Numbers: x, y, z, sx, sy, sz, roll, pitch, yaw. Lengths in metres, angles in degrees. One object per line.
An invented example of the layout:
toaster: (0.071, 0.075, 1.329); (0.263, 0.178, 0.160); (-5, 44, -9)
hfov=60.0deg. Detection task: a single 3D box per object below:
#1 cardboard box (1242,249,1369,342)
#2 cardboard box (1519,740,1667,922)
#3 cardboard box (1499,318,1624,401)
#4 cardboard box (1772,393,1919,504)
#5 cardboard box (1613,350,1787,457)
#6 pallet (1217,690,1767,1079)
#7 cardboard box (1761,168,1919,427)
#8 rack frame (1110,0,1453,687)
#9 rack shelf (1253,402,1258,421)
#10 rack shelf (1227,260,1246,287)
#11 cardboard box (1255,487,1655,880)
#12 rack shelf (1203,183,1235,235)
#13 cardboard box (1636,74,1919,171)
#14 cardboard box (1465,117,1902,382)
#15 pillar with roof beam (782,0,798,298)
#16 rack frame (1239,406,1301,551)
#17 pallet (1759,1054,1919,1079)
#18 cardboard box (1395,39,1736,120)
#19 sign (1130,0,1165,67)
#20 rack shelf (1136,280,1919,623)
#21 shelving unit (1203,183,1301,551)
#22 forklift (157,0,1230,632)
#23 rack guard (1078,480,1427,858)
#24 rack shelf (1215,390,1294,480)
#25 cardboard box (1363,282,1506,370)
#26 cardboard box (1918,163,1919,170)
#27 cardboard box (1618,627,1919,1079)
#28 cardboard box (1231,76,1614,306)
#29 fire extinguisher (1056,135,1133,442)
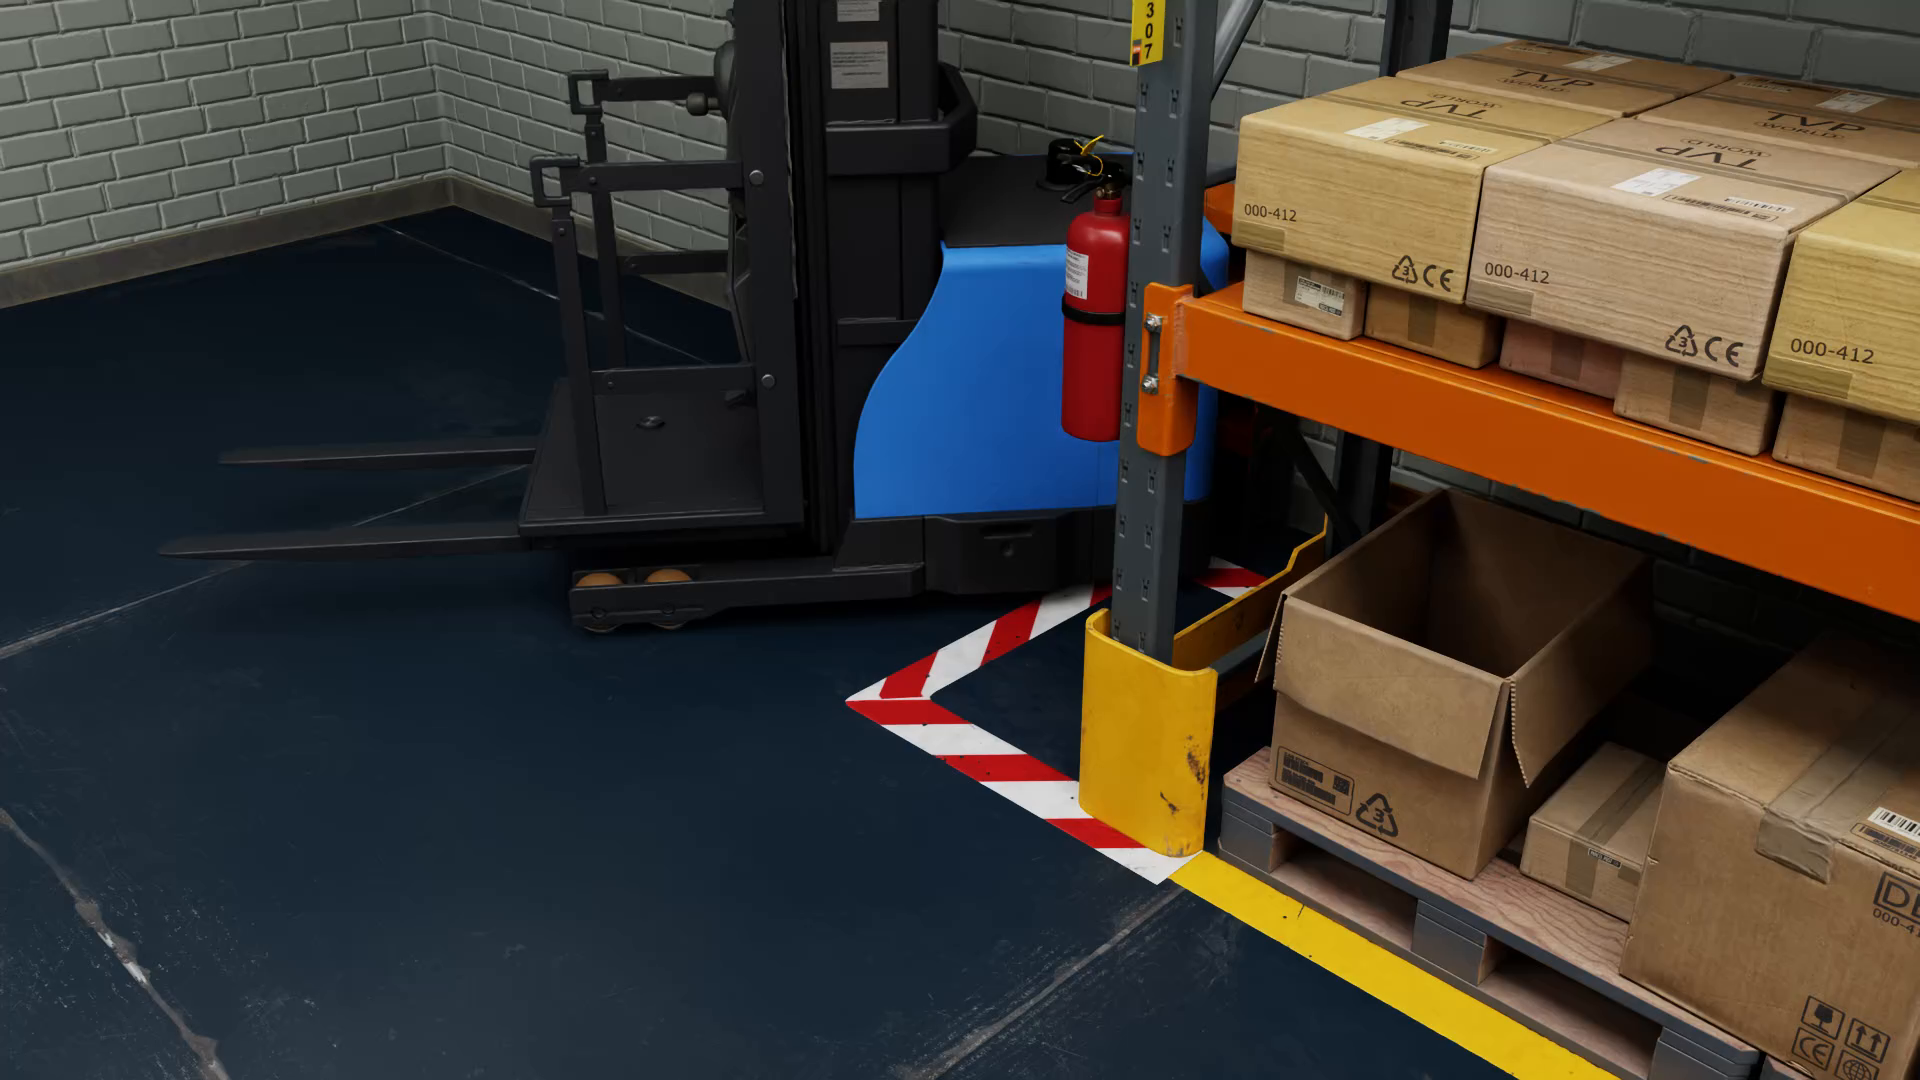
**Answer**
cardboard box: (0.781, -0.544, 3.332); (0.250, 0.149, 0.380); (24, 36, 38)
cardboard box: (1.384, 0.605, 3.489); (0.250, 0.149, 0.380); (23, 35, 37)
cardboard box: (1.206, -0.402, 3.062); (0.250, 0.149, 0.380); (24, 36, 38)
cardboard box: (1.537, -0.215, 2.706); (0.380, 0.149, 0.250); (-25, 36, -38)
cardboard box: (1.344, -0.300, 2.867); (0.380, 0.149, 0.250); (-24, 36, -38)
pallet: (1.362, 0.665, 3.758); (1.213, 0.211, 1.003); (25, 36, 38)
cardboard box: (1.597, -0.353, 2.540); (0.500, 0.250, 0.500); (24, 36, 37)
rack frame: (0.739, -0.854, 3.651); (0.127, 3.000, 1.000); (25, 36, 38)
rack shelf: (0.799, -0.547, 5.163); (0.480, 0.148, 0.258); (26, 37, 37)
rack shelf: (0.806, -0.743, 5.055); (0.480, 0.148, 0.258); (26, 37, 37)
cardboard box: (1.108, 0.296, 3.695); (0.637, 0.503, 0.797); (23, 35, 37)
rack shelf: (0.814, -0.950, 4.941); (0.480, 0.148, 0.258); (26, 37, 37)
cardboard box: (1.620, -0.688, 3.178); (0.500, 0.250, 0.500); (25, 36, 39)
cardboard box: (1.233, -0.517, 2.852); (0.500, 0.250, 0.500); (-25, 37, -39)
pillar with roof beam: (-3.570, -3.259, 1.779); (0.400, 9.000, 9.100); (25, 36, 38)
rack frame: (0.977, -0.519, 4.985); (0.015, 1.200, 0.240); (26, 37, 37)
pallet: (2.228, 1.063, 3.002); (1.213, 0.211, 1.003); (25, 36, 38)
cardboard box: (1.253, -0.857, 3.498); (0.500, 0.250, 0.500); (-24, 36, -38)
sign: (0.358, -1.057, 3.107); (0.005, 0.325, 0.100); (25, 36, 38)
rack shelf: (2.165, 0.117, 2.577); (4.000, 0.370, 1.077); (25, 36, 38)
shelving unit: (0.801, -0.606, 5.130); (0.503, 1.200, 0.258); (26, 37, 37)
forklift: (-0.803, -1.294, 4.562); (3.031, 2.935, 1.130); (-3, 28, -6)
rack guard: (0.793, 0.277, 4.185); (0.348, 0.500, 1.175); (25, 36, 38)
rack shelf: (0.793, -0.373, 5.258); (0.480, 0.148, 0.258); (26, 37, 37)
cardboard box: (0.995, -0.477, 3.203); (0.380, 0.149, 0.250); (-24, 36, -38)
cardboard box: (1.969, -0.525, 2.867); (0.500, 0.250, 0.500); (-24, 36, -38)
cardboard box: (1.691, 0.590, 3.140); (0.700, 0.500, 0.500); (-24, 36, -37)
cardboard box: (0.873, -0.682, 3.165); (0.500, 0.250, 0.500); (25, 37, 39)
fire extinguisher: (0.310, -0.549, 3.555); (0.183, 0.674, 0.296); (25, 36, 38)
